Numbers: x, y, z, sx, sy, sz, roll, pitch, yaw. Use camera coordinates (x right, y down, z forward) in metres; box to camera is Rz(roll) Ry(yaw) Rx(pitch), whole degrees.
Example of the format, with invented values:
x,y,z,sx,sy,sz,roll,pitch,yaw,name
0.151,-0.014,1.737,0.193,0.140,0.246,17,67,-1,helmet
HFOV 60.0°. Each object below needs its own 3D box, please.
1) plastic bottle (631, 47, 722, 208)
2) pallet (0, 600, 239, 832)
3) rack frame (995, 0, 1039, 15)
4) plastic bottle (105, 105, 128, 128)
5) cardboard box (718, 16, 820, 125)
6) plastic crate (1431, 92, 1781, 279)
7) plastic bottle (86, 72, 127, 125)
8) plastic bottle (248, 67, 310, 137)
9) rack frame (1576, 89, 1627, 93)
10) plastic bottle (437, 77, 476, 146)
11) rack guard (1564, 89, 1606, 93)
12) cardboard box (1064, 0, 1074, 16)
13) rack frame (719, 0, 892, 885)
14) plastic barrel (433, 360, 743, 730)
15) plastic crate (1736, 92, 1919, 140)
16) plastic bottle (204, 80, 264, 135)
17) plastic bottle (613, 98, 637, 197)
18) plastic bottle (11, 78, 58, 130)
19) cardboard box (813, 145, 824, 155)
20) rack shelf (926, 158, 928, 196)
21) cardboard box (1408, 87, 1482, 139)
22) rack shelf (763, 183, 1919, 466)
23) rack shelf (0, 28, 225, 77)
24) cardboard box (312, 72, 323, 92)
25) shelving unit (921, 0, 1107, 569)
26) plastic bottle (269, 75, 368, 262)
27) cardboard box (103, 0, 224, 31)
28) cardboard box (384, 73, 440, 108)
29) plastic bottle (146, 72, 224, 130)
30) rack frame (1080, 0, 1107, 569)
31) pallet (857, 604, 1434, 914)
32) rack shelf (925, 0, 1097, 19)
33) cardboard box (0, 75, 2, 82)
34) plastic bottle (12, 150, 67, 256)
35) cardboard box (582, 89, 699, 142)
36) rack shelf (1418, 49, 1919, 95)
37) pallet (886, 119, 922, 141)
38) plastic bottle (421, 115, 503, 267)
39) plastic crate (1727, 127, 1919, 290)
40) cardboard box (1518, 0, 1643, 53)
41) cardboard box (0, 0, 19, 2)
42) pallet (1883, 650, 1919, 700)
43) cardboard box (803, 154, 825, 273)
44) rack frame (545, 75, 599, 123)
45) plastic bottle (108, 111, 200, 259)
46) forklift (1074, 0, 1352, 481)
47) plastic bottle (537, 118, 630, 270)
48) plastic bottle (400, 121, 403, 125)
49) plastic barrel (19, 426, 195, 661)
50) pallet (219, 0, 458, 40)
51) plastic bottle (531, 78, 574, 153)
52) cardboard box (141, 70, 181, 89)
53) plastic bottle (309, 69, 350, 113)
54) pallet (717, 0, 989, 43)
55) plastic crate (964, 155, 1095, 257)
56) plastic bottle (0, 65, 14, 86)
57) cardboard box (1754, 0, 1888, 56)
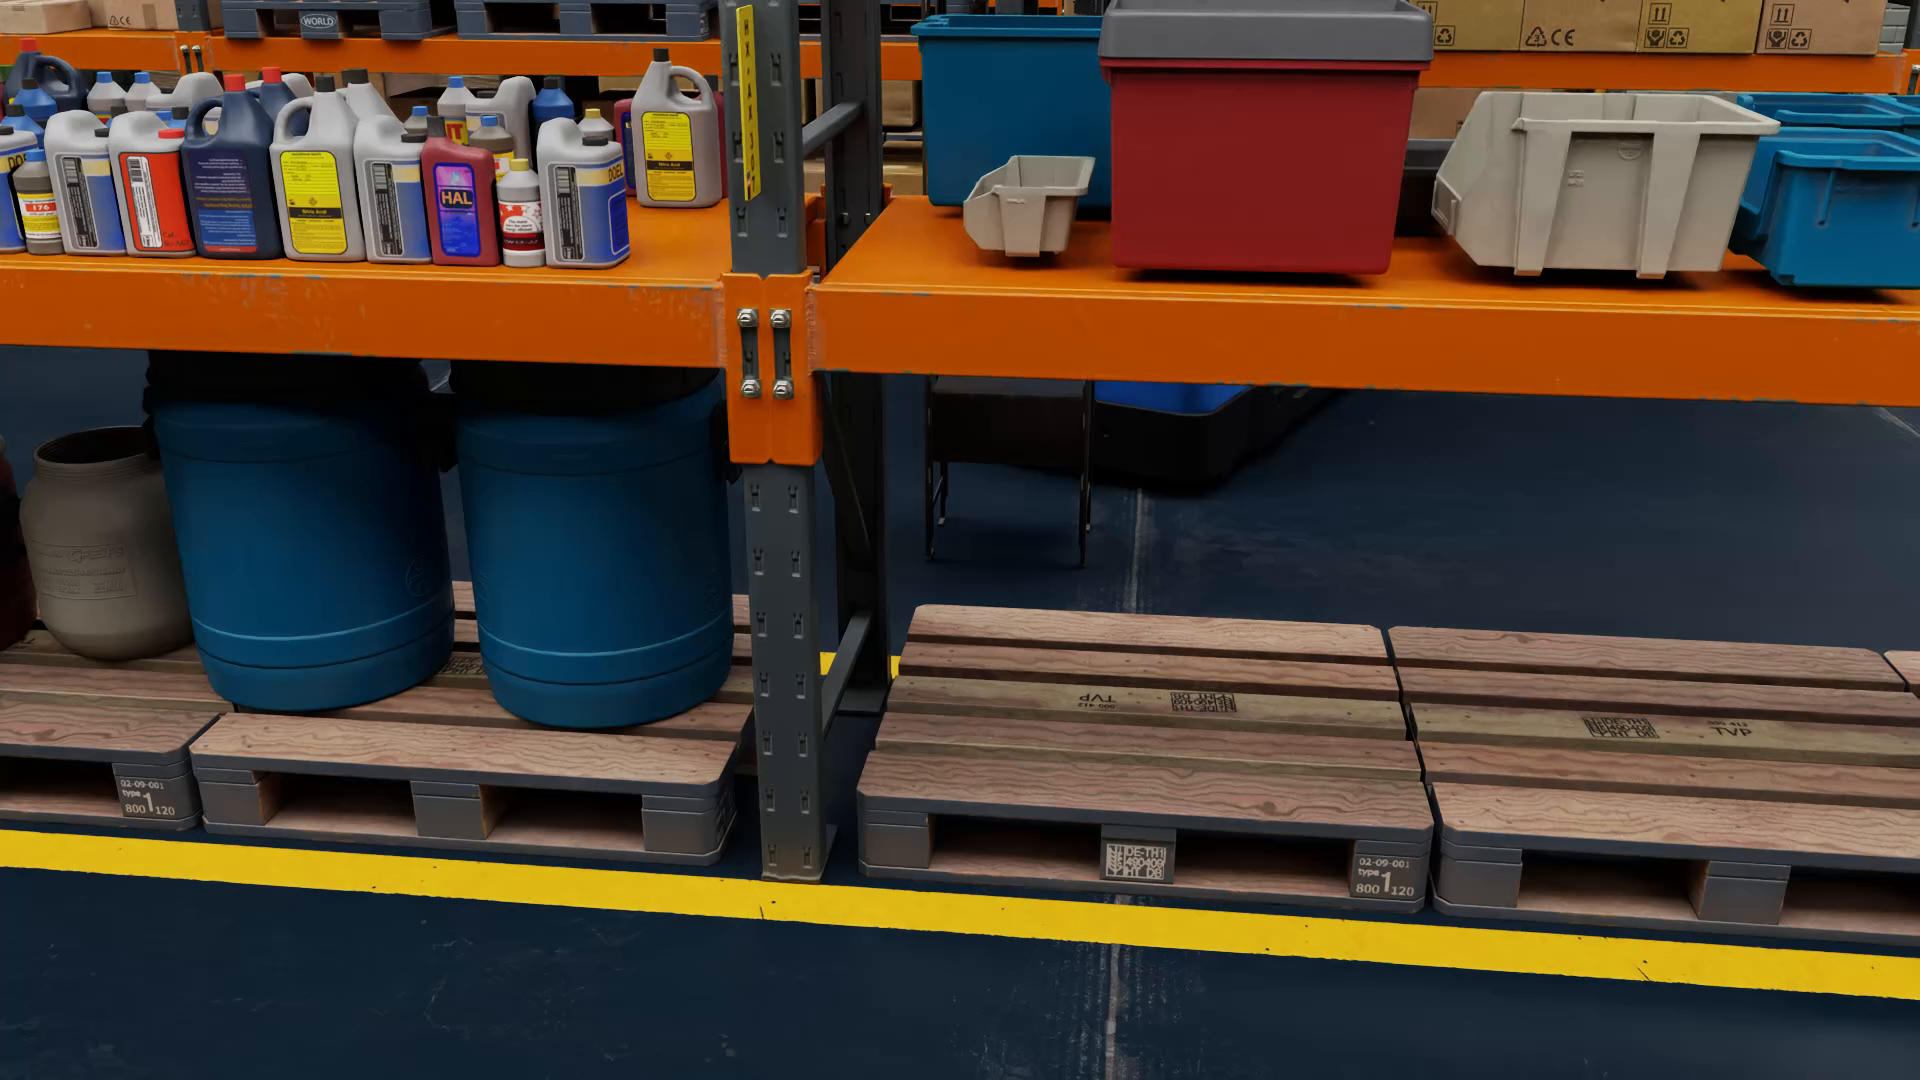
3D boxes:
x,y,z,sx,sy,sz,roll,pitch,yaw,name
-0.656,-0.952,3.834,0.185,0.351,0.144,2,22,6,plastic bottle
-2.281,0.357,4.250,1.213,0.211,1.003,2,22,6,pallet
0.282,-2.648,8.057,0.127,3.000,1.000,2,22,6,rack frame
-1.735,-0.768,3.478,0.097,0.271,0.097,0,22,0,plastic bottle
-1.527,-3.705,13.084,0.750,0.750,0.750,2,22,6,cardboard box
1.190,-0.679,3.156,0.530,0.282,0.437,2,22,6,plastic crate
-2.078,-1.008,4.084,0.097,0.271,0.097,0,22,0,plastic bottle
-1.422,-0.797,3.444,0.185,0.351,0.144,2,22,6,plastic bottle
4.834,-4.283,12.194,0.127,3.000,1.000,2,22,6,rack frame
-1.195,-0.969,3.987,0.097,0.271,0.097,0,22,0,plastic bottle
4.857,-3.120,12.651,0.348,0.500,1.175,2,22,6,rack guard
0.756,-2.573,7.731,0.500,0.500,0.500,3,22,8,cardboard box
-0.305,-0.839,3.483,0.127,3.000,1.000,2,22,6,rack frame
-0.843,-0.089,3.867,0.708,0.901,0.600,2,22,6,plastic barrel
1.856,-0.817,3.573,0.300,0.233,0.416,2,22,6,plastic crate
-1.657,-0.925,3.869,0.135,0.276,0.152,2,22,6,plastic bottle
-0.751,-0.962,3.953,0.133,0.283,0.061,2,22,6,plastic bottle
-2.191,-0.959,3.962,0.097,0.271,0.097,0,22,0,plastic bottle
-0.701,-1.819,8.762,0.500,0.500,0.500,3,22,7,cardboard box
0.164,-0.957,5.041,0.480,0.518,0.431,2,22,6,rack shelf
3.630,-3.332,12.616,0.500,0.500,0.700,2,22,6,cardboard box
1.682,-0.418,3.396,4.000,0.370,1.077,2,22,6,rack shelf
-5.676,-2.573,8.846,4.000,0.370,1.077,2,22,6,rack shelf
-5.329,-3.778,13.718,0.500,0.500,0.700,3,22,7,cardboard box
0.164,-0.969,5.036,0.503,2.100,0.431,2,22,6,shelving unit
-1.256,-0.737,3.290,0.185,0.351,0.144,2,22,6,plastic bottle
-4.046,-2.811,8.591,0.500,0.311,0.500,4,22,10,cardboard box
-4.330,-3.748,13.643,0.500,0.500,0.700,2,22,6,cardboard box
-1.869,-0.991,4.035,0.135,0.276,0.152,2,22,6,plastic bottle
0.407,-0.959,5.009,0.015,2.100,0.400,2,22,6,rack frame
0.430,0.475,3.951,1.213,0.211,1.003,2,22,6,pallet
0.164,-1.608,4.783,0.480,0.518,0.431,2,22,6,rack shelf
-8.118,-3.875,13.963,0.500,0.500,0.500,1,22,2,cardboard box
-1.850,-0.684,3.361,0.097,0.201,0.097,0,22,0,plastic bottle
-1.661,-2.213,8.740,0.500,0.250,0.500,2,22,5,cardboard box
2.268,-2.227,7.970,4.000,0.370,1.077,2,22,6,rack shelf
0.086,-3.165,13.160,1.213,0.211,1.003,2,22,6,pallet
-0.969,-0.677,3.232,0.133,0.283,0.061,2,22,6,plastic bottle
1.598,-0.612,3.053,0.300,0.233,0.416,2,22,6,plastic crate
2.767,-2.486,7.512,0.500,0.500,0.500,3,22,7,cardboard box
-4.963,-2.738,8.628,0.250,0.149,0.380,4,22,10,cardboard box
2.853,0.581,3.684,1.213,0.211,1.003,2,22,6,pallet
-0.732,-1.631,8.287,0.500,0.500,0.500,3,22,6,cardboard box
-3.111,-4.629,13.070,0.127,3.000,1.000,2,22,6,rack frame
-1.598,-0.718,3.346,0.135,0.276,0.152,2,22,6,plastic bottle
1.140,-2.062,6.668,1.130,2.935,3.031,12,25,28,forklift
-0.734,-0.681,3.250,0.135,0.276,0.152,2,22,6,plastic bottle
-1.388,-0.945,4.021,0.097,0.201,0.097,0,22,0,plastic bottle
-2.096,0.005,4.160,0.421,0.512,0.421,0,22,0,plastic barrel
-3.009,-2.728,8.521,1.003,0.211,1.213,2,22,6,pallet
-0.964,-0.959,3.962,0.097,0.271,0.097,0,22,0,plastic bottle
-6.350,-3.819,13.821,0.500,0.500,0.700,3,22,8,cardboard box
-1.500,-0.995,4.036,0.133,0.283,0.061,2,22,6,plastic bottle
-0.499,-2.633,8.280,1.213,0.211,1.003,2,22,6,pallet
0.141,-0.672,3.337,0.243,0.136,0.396,2,22,6,plastic crate
-2.374,-1.033,4.132,0.133,0.283,0.061,2,22,6,plastic bottle
3.778,-2.441,7.398,0.500,0.500,0.500,3,22,8,cardboard box
